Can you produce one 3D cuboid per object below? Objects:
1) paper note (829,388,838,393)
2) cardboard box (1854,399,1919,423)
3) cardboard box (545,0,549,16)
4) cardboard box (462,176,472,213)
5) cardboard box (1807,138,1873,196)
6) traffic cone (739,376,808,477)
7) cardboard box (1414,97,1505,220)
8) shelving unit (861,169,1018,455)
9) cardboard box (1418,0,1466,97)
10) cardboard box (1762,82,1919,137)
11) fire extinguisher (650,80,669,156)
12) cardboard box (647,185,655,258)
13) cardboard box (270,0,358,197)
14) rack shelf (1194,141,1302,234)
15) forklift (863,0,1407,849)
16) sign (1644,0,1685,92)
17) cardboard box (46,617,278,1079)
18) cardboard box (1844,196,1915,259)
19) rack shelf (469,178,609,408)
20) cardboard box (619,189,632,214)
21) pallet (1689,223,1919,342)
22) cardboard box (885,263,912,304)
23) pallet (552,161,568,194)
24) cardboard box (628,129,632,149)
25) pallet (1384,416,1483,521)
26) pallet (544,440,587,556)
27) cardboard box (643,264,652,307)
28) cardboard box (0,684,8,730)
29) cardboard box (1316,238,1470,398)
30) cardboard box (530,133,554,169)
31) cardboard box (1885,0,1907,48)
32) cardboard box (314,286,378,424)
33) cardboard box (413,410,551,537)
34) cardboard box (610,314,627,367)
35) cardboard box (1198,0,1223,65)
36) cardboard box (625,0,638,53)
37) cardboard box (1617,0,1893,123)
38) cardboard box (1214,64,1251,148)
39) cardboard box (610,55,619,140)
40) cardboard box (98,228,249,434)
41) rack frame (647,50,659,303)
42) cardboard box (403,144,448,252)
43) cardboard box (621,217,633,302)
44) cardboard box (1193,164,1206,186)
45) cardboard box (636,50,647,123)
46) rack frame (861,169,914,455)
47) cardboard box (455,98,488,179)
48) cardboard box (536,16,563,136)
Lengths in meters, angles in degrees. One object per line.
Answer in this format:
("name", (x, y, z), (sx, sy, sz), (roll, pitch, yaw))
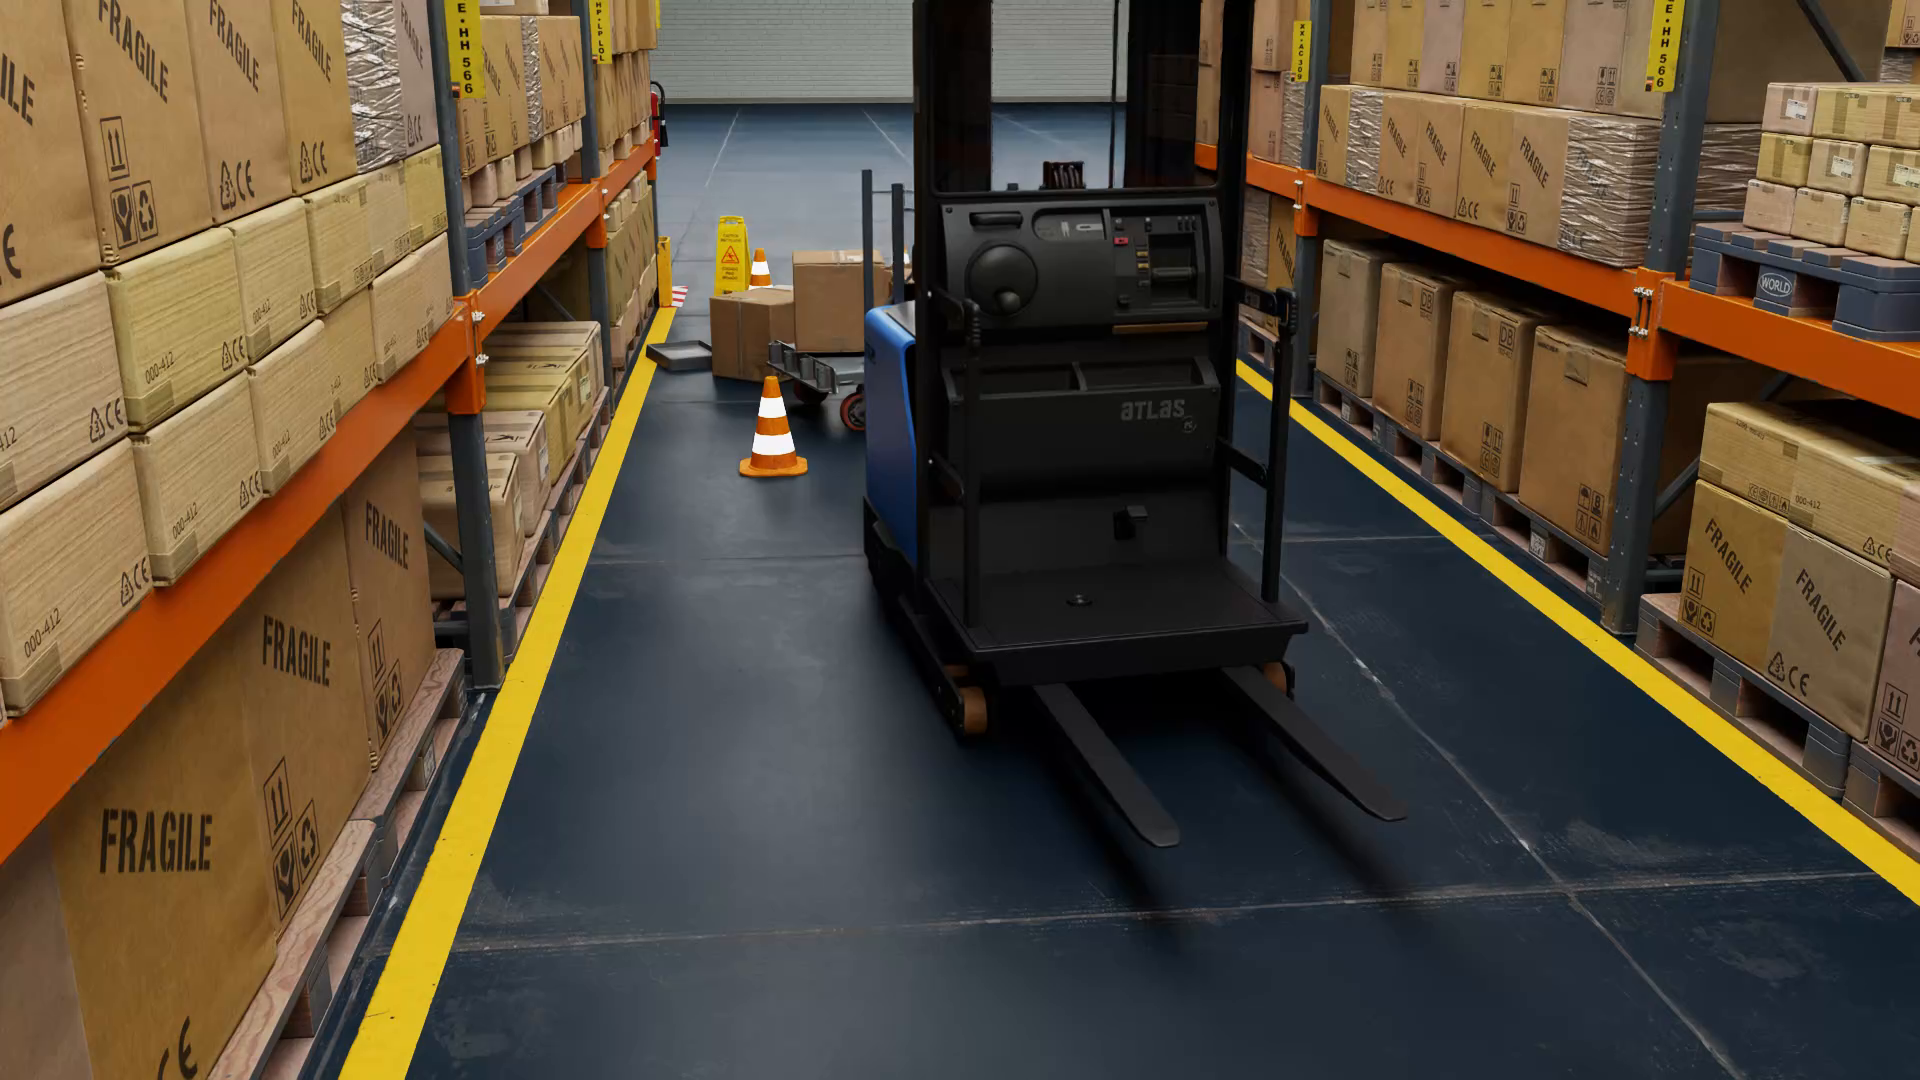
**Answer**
("paper note", (-0.811, -0.912, 10.031), (0.148, 0.019, 0.142), (-2, 18, -6))
("cardboard box", (3.203, -0.279, 5.279), (0.500, 0.250, 0.500), (-2, 18, -7))
("cardboard box", (-2.097, -2.482, 7.627), (0.380, 0.149, 0.250), (-2, 18, -7))
("cardboard box", (-1.885, -1.195, 5.693), (0.380, 0.149, 0.250), (-3, 18, -9))
("cardboard box", (2.752, -1.101, 4.897), (0.380, 0.149, 0.250), (-1, 17, -3))
("traffic cone", (-0.933, -0.581, 8.257), (0.336, 0.463, 0.334), (-2, 18, -6))
("cardboard box", (2.400, -1.733, 7.522), (0.500, 0.500, 0.500), (-2, 17, -5))
("shelving unit", (-0.107, -0.823, 7.246), (0.538, 1.500, 1.048), (-3, 16, -9))
("cardboard box", (2.623, -2.374, 7.896), (0.700, 0.500, 0.500), (-2, 18, -5))
("cardboard box", (2.727, -1.329, 5.126), (0.380, 0.149, 0.250), (-2, 18, -6))
("fire extinguisher", (-2.420, -3.321, 12.877), (0.296, 0.674, 0.183), (-2, 18, -6))
("cardboard box", (-2.524, -2.325, 12.214), (0.500, 0.500, 0.500), (-2, 18, -5))
("cardboard box", (-1.622, -1.004, 3.532), (0.500, 0.500, 0.500), (-2, 18, -6))
("rack shelf", (2.253, -2.554, 11.504), (1.077, 0.370, 4.000), (-2, 18, -6))
("forklift", (0.452, -0.902, 5.157), (1.130, 2.935, 3.031), (-4, 18, -13))
("sign", (2.320, -1.644, 5.471), (0.100, 0.325, 0.005), (-2, 18, -6))
("cardboard box", (-1.873, 0.628, 3.016), (0.875, 0.875, 0.875), (-1, 17, -4))
("cardboard box", (2.773, -0.890, 4.722), (0.380, 0.149, 0.250), (-1, 17, -3))
("rack shelf", (-2.247, -1.179, 7.125), (1.077, 0.370, 4.000), (-2, 18, -6))
("cardboard box", (-2.285, -2.130, 10.509), (0.380, 0.149, 0.250), (-1, 17, -2))
("pallet", (3.052, -0.809, 5.065), (1.213, 0.211, 1.003), (-2, 18, -6))
("cardboard box", (-0.167, -1.674, 11.668), (0.637, 0.503, 0.797), (16, 24, 42))
("pallet", (-2.520, -1.794, 8.205), (1.003, 0.211, 1.213), (-2, 18, -6))
("cardboard box", (-2.413, -2.706, 11.208), (0.380, 0.149, 0.250), (-2, 18, -6))
("pallet", (2.743, -0.379, 8.031), (1.003, 0.211, 1.213), (-2, 18, -6))
("pallet", (-2.243, -0.191, 7.434), (1.003, 0.211, 1.213), (-2, 18, -6))
("cardboard box", (-2.470, -1.811, 11.827), (0.500, 0.250, 0.500), (-2, 18, -5))
("cardboard box", (-1.411, 0.198, 1.790), (0.500, 0.250, 0.500), (-2, 18, -7))
("cardboard box", (2.613, -1.246, 9.192), (1.050, 0.750, 0.750), (-2, 18, -6))
("cardboard box", (-2.035, -1.749, 7.460), (0.380, 0.149, 0.250), (-2, 18, -6))
("cardboard box", (6.874, -3.812, 11.979), (0.500, 0.500, 0.500), (-2, 18, -6))
("cardboard box", (-1.627, -0.410, 3.725), (0.500, 0.250, 0.500), (-2, 18, -6))
("cardboard box", (-2.174, -0.261, 6.687), (0.950, 0.372, 0.625), (-2, 18, -7))
("cardboard box", (-2.246, -1.191, 9.851), (0.500, 0.250, 0.500), (-3, 18, -8))
("cardboard box", (2.118, -3.636, 11.697), (0.875, 0.550, 0.550), (-2, 18, -6))
("cardboard box", (-2.339, -3.226, 10.111), (0.700, 0.500, 0.500), (-2, 18, -7))
("cardboard box", (2.836, -1.768, 5.965), (0.700, 0.500, 0.500), (-2, 18, -6))
("cardboard box", (2.237, -2.965, 11.362), (0.875, 0.550, 0.500), (-2, 18, -6))
("cardboard box", (-2.297, -2.596, 9.775), (0.500, 0.500, 0.500), (-2, 18, -6))
("cardboard box", (-1.501, -0.347, 2.690), (0.500, 0.250, 0.500), (-2, 17, -5))
("rack frame", (-2.866, -3.310, 12.712), (1.000, 3.000, 0.127), (-2, 18, -6))
("cardboard box", (-1.738, -0.957, 4.632), (0.500, 0.250, 0.500), (-2, 18, -6))
("cardboard box", (-2.313, -1.708, 10.246), (0.500, 0.500, 0.500), (-1, 17, -3))
("cardboard box", (2.183, -2.479, 12.913), (0.875, 0.875, 0.875), (-2, 18, -5))
("cardboard box", (-2.489, -3.197, 11.688), (0.500, 0.500, 0.500), (-2, 18, -6))
("rack frame", (-0.194, -0.959, 7.728), (0.500, 1.500, 0.032), (-3, 16, -9))
("cardboard box", (-1.857, -1.457, 5.447), (0.500, 0.500, 0.500), (-2, 18, -7))
("cardboard box", (-2.078, -2.076, 7.417), (0.500, 0.500, 0.500), (-1, 17, -4))
